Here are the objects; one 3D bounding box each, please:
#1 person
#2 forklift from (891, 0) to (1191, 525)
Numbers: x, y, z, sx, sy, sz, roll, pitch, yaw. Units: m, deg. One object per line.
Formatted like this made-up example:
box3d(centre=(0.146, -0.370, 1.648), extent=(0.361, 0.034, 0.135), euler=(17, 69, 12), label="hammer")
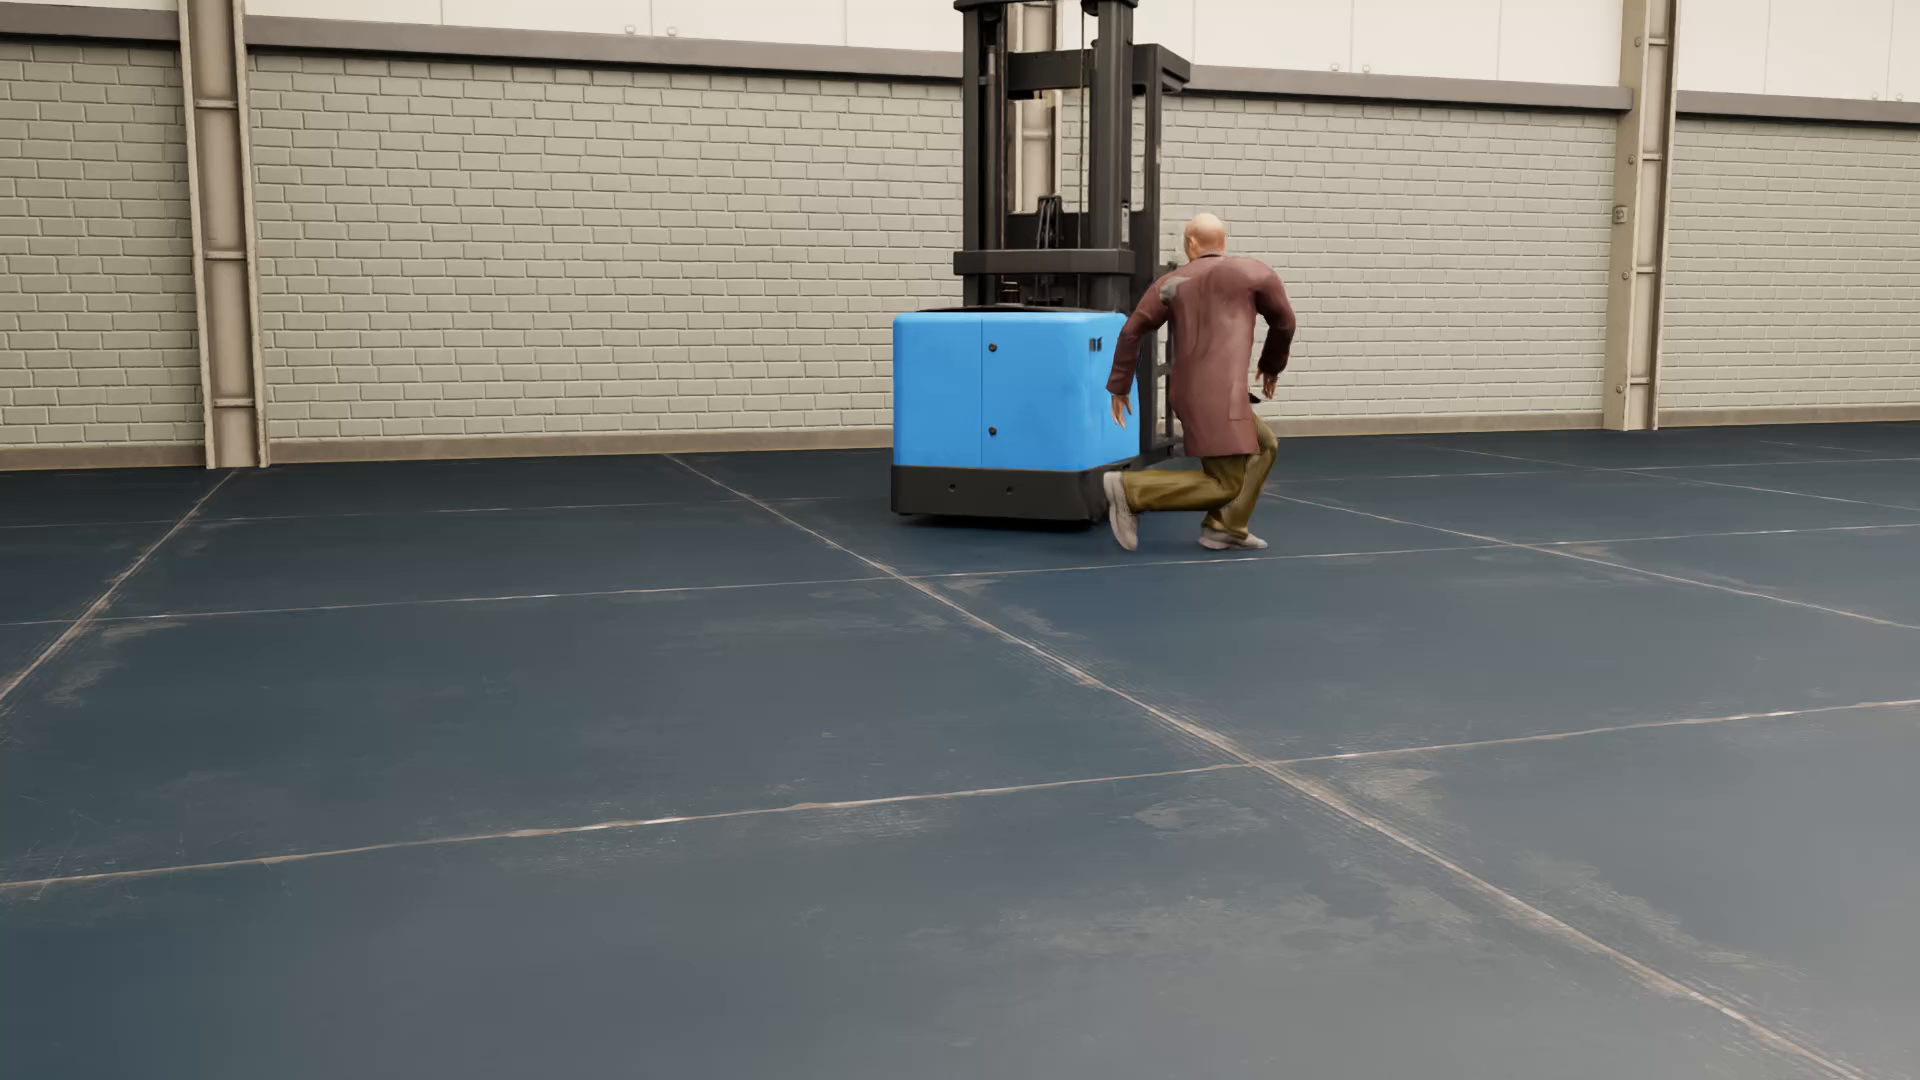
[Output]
box3d(centre=(1.073, -0.696, 7.526), extent=(0.928, 1.548, 0.699), euler=(-4, 9, -26), label="person")
box3d(centre=(0.659, -1.687, 9.450), extent=(1.130, 2.935, 3.031), euler=(3, 8, 21), label="forklift")
